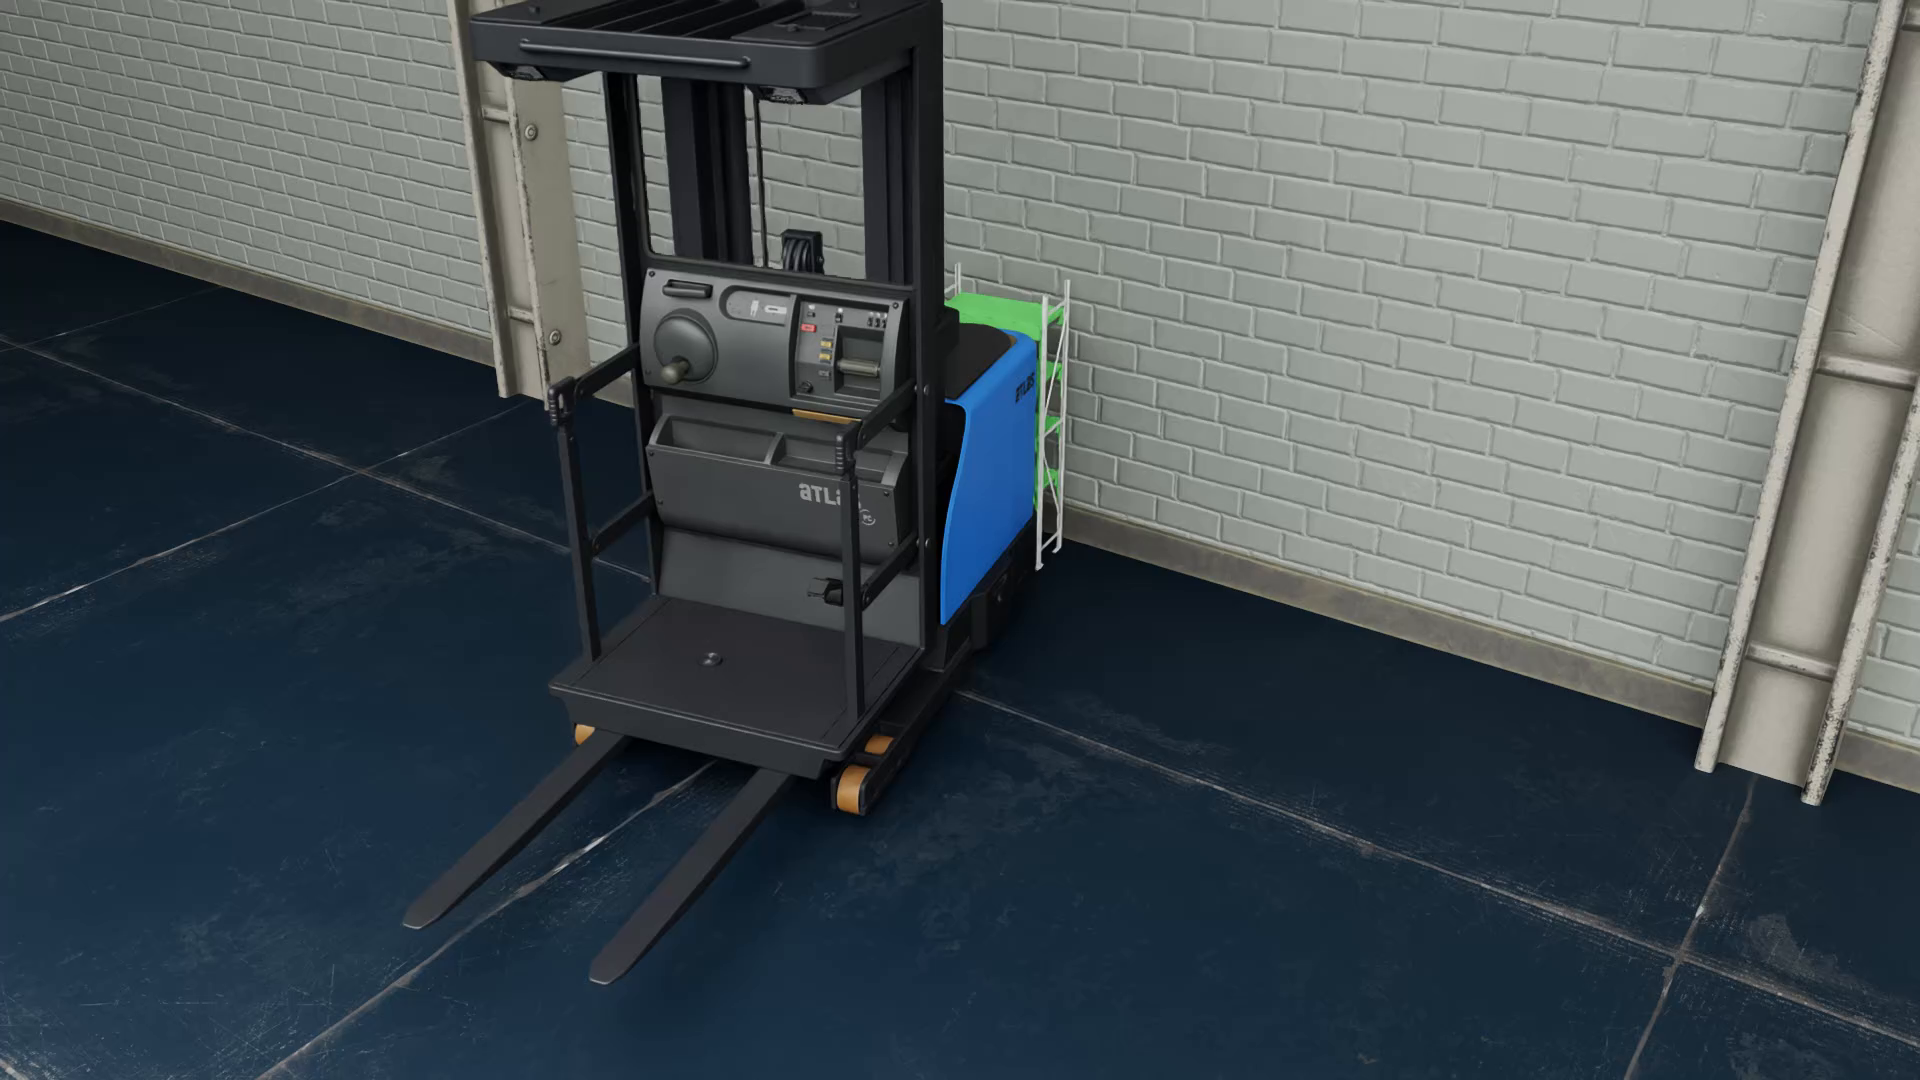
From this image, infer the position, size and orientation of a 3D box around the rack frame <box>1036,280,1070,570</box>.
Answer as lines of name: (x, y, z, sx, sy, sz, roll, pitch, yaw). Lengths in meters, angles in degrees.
rack frame: (0.380, -0.457, 6.824, 0.015, 1.200, 0.240, 13, 29, 23)

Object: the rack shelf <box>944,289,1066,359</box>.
rack shelf: (0.162, -0.878, 6.733, 0.480, 0.148, 0.258, 13, 29, 23)

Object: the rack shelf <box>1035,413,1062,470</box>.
rack shelf: (0.161, -0.449, 6.949, 0.480, 0.148, 0.258, 13, 29, 23)

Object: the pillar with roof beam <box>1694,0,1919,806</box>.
pillar with roof beam: (0.334, -1.625, 0.522, 0.400, 9.000, 9.100, 17, 32, 30)

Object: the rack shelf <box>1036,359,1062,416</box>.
rack shelf: (0.161, -0.663, 6.841, 0.480, 0.148, 0.258, 13, 29, 23)

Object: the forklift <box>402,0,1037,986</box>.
forklift: (-0.697, -0.616, 5.229, 1.130, 2.935, 3.031, 10, 29, 19)

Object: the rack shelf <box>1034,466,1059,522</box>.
rack shelf: (0.160, -0.235, 7.057, 0.480, 0.148, 0.258, 13, 29, 23)

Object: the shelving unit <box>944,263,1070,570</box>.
shelving unit: (0.161, -0.506, 6.921, 0.503, 1.200, 0.258, 13, 29, 23)

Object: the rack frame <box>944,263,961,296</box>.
rack frame: (-0.058, -0.555, 7.017, 0.015, 1.200, 0.240, 13, 29, 23)

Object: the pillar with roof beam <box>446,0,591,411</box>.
pillar with roof beam: (-4.612, -3.166, 3.549, 0.400, 9.000, 9.100, 17, 32, 30)
